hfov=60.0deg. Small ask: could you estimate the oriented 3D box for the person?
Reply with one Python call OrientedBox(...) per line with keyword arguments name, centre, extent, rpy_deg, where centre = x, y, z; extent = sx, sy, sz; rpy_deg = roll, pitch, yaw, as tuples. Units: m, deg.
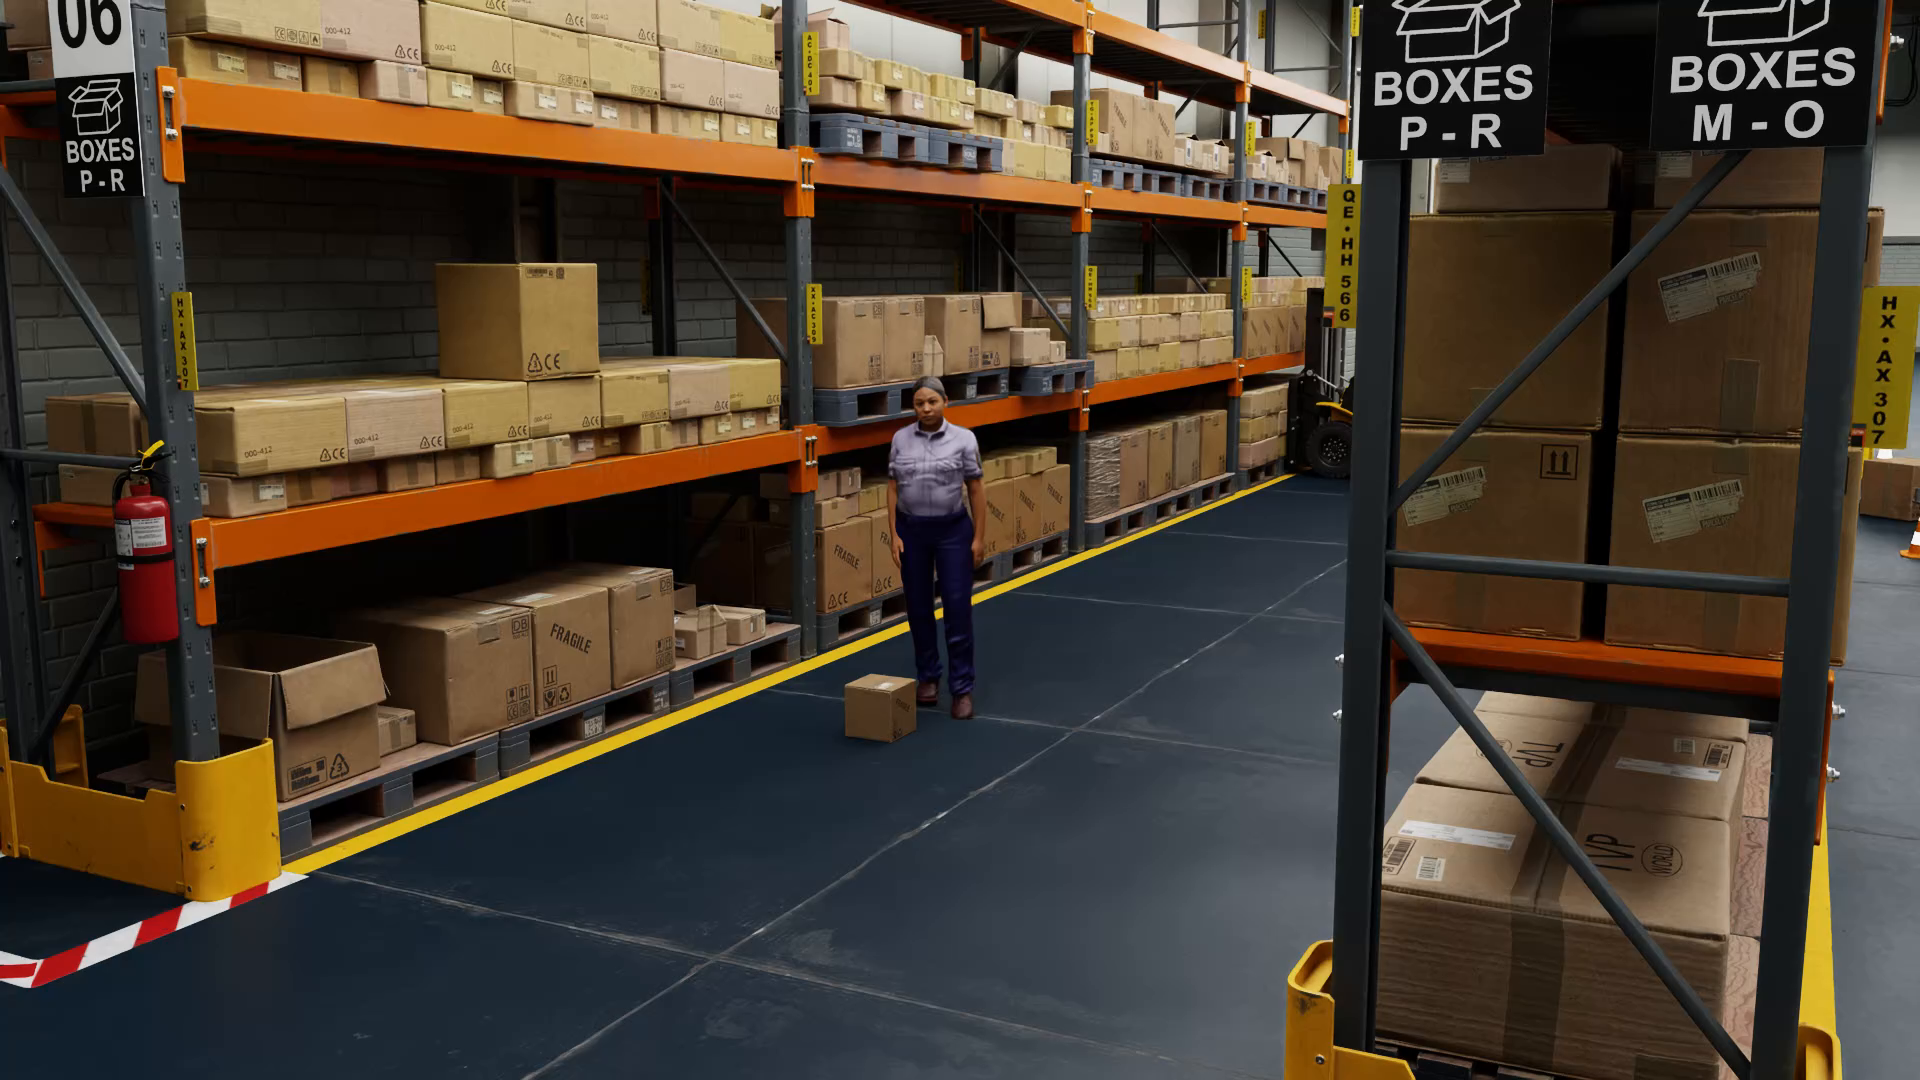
OrientedBox(name="person", centre=(-0.130, 0.026, 8.254), extent=(0.497, 1.674, 0.497), rpy_deg=(2, 9, 11))
